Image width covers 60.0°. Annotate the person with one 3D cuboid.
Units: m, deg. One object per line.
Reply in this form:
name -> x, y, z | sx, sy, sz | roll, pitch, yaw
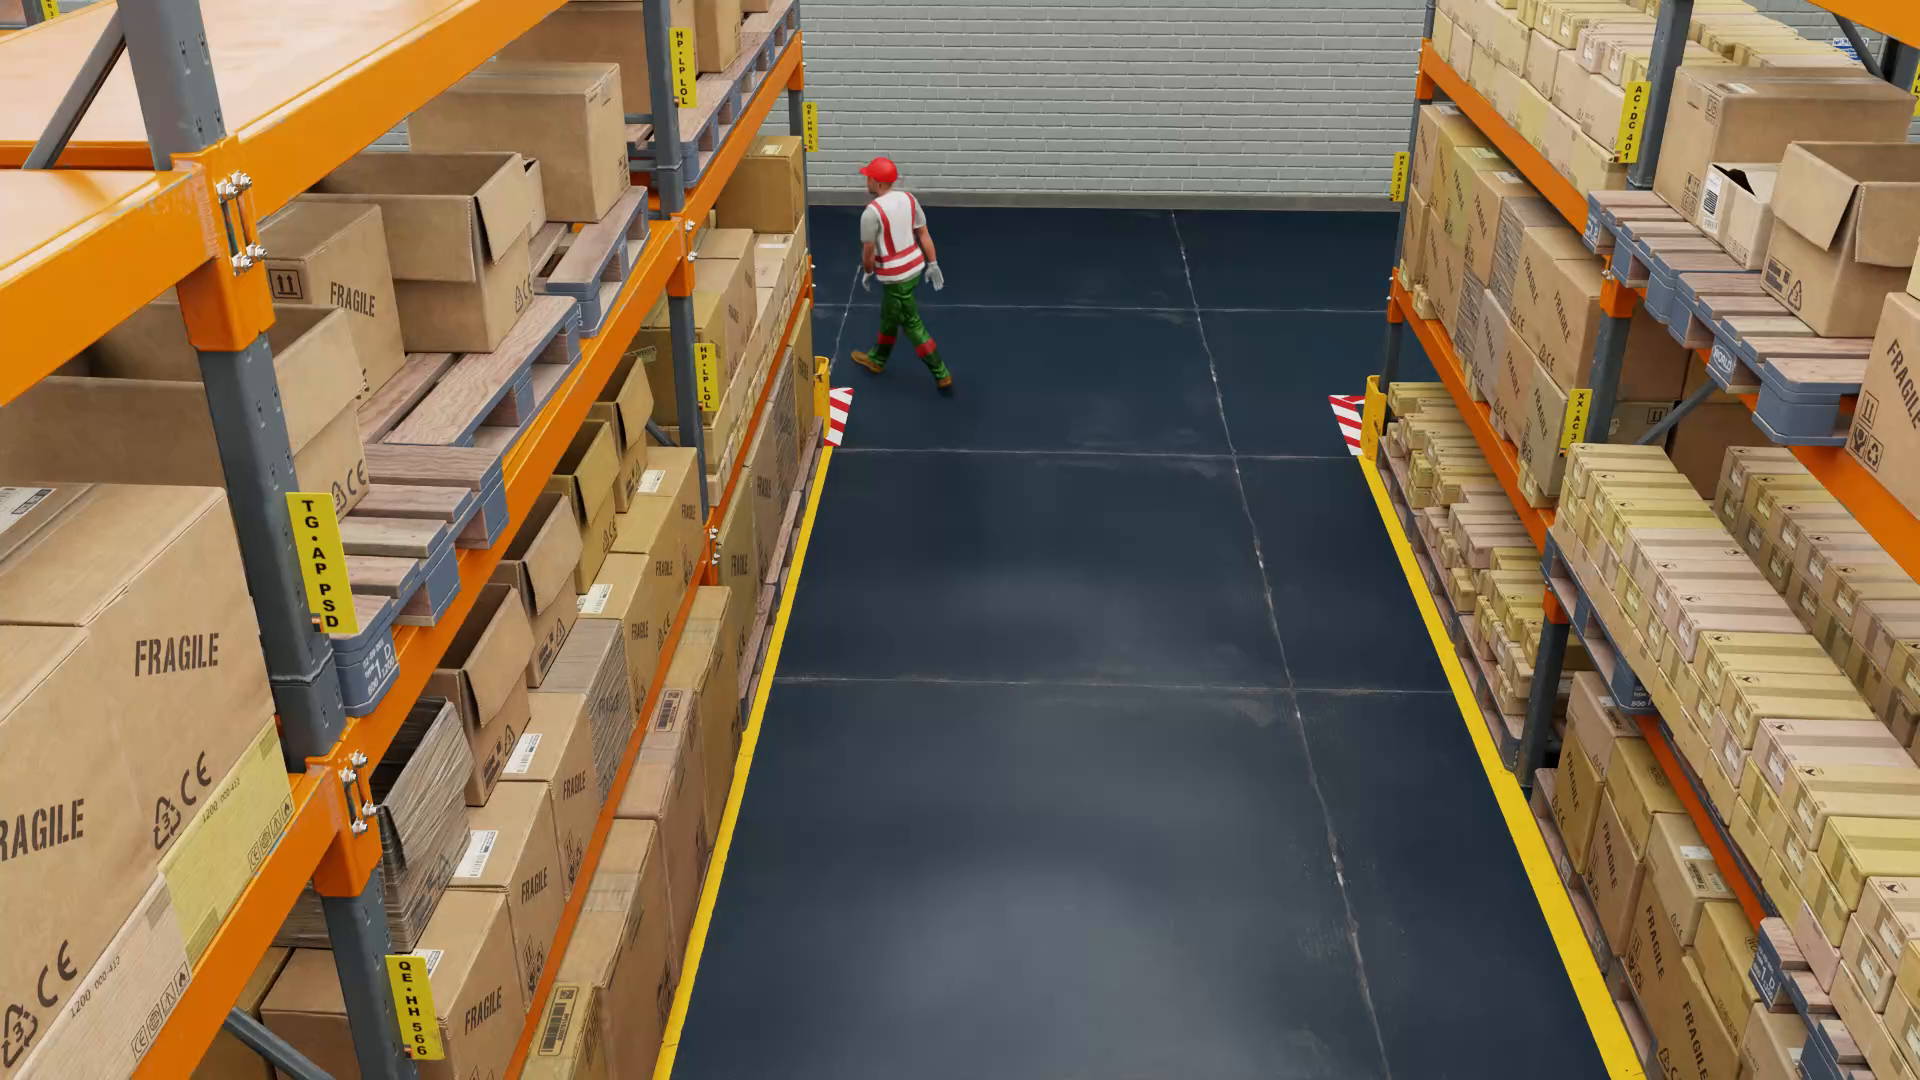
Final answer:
person -> -0.503, -1.986, 12.404 | 0.988, 1.738, 0.569 | 20, 34, 34
